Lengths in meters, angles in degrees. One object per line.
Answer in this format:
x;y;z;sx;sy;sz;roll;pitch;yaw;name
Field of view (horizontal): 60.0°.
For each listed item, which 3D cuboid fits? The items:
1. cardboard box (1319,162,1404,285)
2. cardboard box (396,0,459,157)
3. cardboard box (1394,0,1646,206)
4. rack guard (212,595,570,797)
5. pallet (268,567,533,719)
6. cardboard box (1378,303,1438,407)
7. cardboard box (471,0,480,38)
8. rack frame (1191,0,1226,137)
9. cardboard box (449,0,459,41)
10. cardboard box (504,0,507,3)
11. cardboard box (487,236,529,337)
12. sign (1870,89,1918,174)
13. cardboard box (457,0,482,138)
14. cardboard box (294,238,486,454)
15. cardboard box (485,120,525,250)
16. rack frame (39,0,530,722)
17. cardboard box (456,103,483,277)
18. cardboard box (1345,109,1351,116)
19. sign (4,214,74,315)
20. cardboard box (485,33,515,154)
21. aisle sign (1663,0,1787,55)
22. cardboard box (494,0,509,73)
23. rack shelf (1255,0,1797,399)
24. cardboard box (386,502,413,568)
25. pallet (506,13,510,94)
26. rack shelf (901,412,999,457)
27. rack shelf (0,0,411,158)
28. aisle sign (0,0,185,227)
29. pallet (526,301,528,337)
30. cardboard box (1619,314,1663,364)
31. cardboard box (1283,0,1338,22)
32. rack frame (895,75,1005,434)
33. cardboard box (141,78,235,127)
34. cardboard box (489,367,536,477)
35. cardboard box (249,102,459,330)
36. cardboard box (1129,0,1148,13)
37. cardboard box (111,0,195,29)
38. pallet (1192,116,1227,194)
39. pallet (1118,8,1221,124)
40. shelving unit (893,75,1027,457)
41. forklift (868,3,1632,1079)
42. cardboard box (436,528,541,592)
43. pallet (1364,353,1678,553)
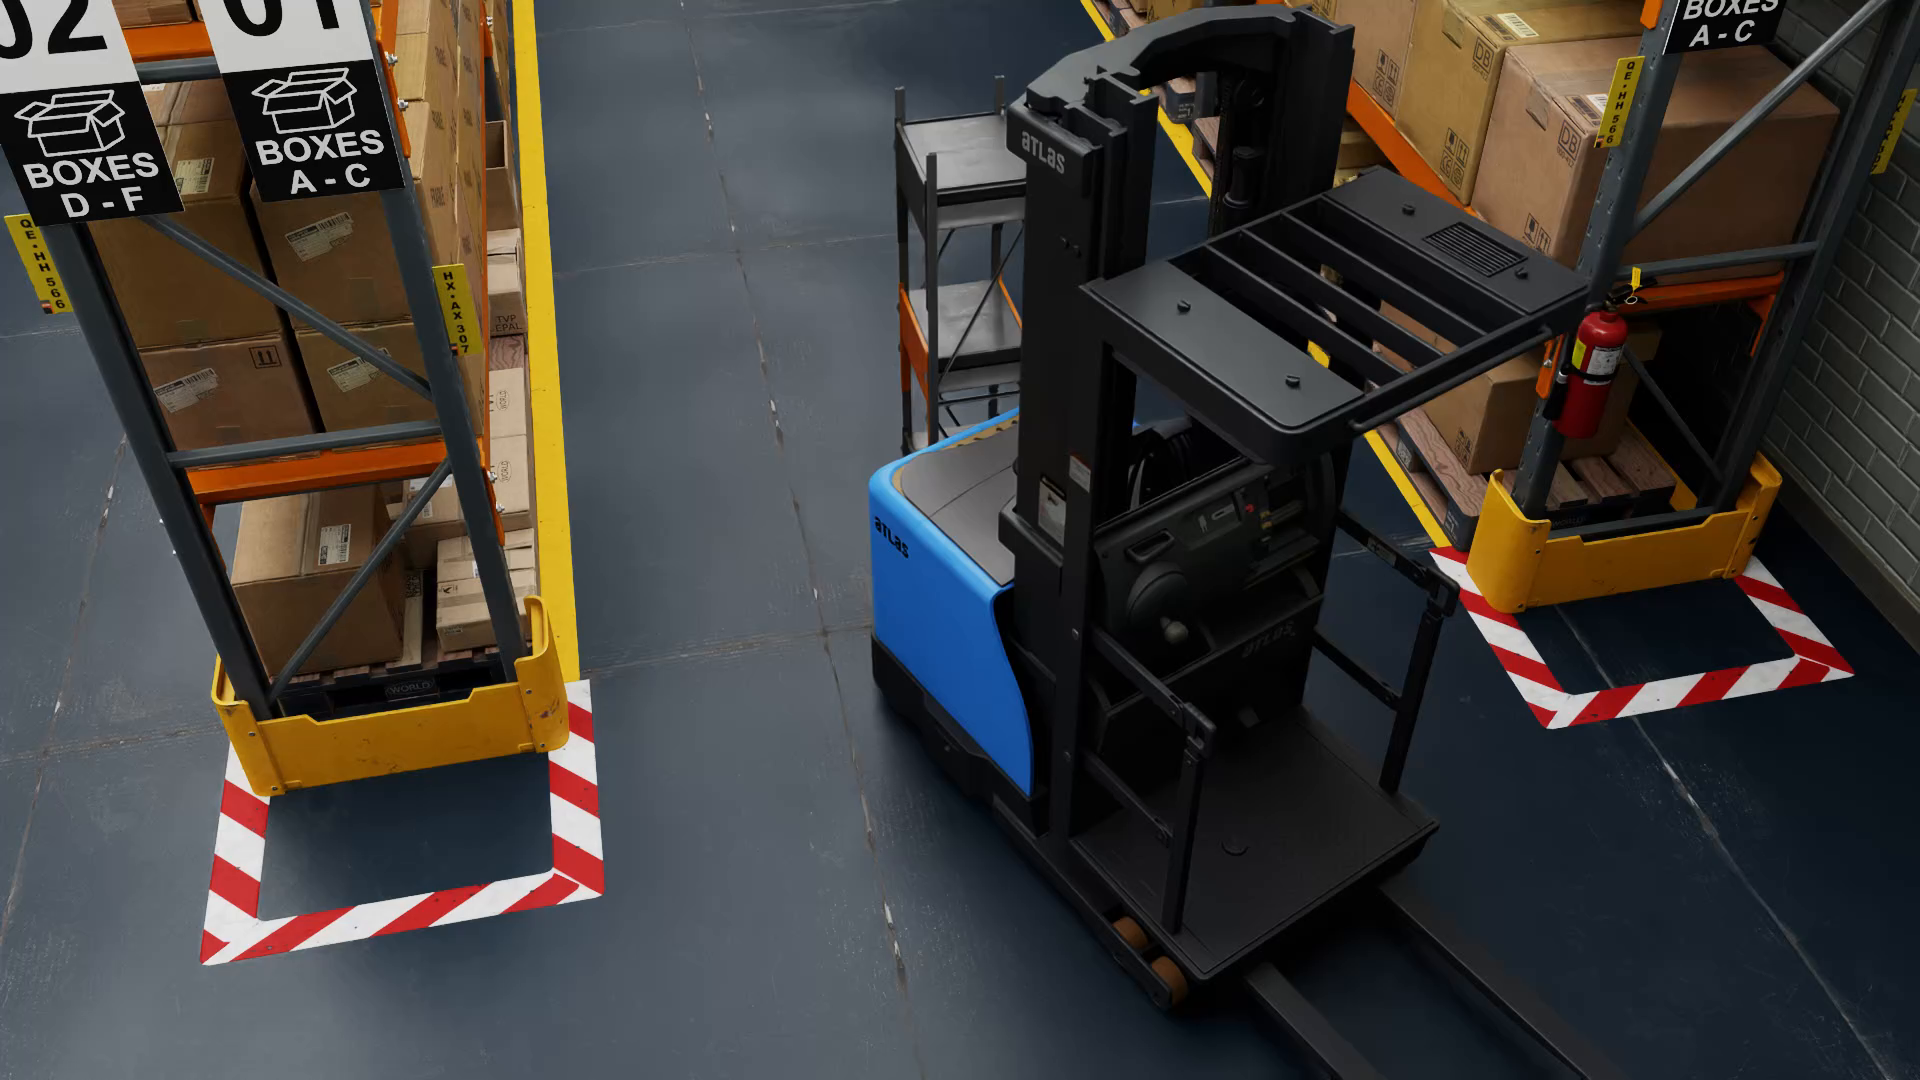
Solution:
2.166;-1.674;8.443;0.700;0.500;0.500;-7;42;-8;cardboard box
-2.144;-1.705;6.083;0.500;0.500;0.500;-8;42;-9;cardboard box
2.466;-1.929;6.938;0.980;0.700;0.700;-9;42;-10;cardboard box
-2.098;0.580;6.220;1.175;0.500;0.348;-8;42;-9;rack guard
-2.271;0.172;6.898;1.003;0.211;1.213;-8;42;-9;pallet
2.397;-1.004;7.688;0.700;0.500;0.500;-8;42;-9;cardboard box
-2.587;-2.648;7.899;0.500;0.500;0.500;-8;42;-9;cardboard box
1.891;-3.610;9.058;1.000;3.000;0.127;-8;42;-9;rack frame
-2.362;-2.360;6.821;0.500;0.500;0.500;-8;42;-9;cardboard box
-3.266;-3.813;10.837;0.500;0.500;0.500;-10;43;-11;cardboard box
-2.384;-1.242;8.084;0.500;0.311;0.500;-8;42;-9;cardboard box
3.297;-1.447;5.908;0.100;0.325;0.005;-8;42;-9;sign
-2.361;-1.982;7.148;0.500;0.500;0.500;-7;42;-8;cardboard box
-1.920;-0.668;5.668;0.500;0.500;0.500;-8;42;-8;cardboard box
-2.545;-1.799;8.569;0.500;0.500;0.500;-8;42;-9;cardboard box
-2.082;-0.305;5.334;1.000;3.000;0.127;-8;42;-9;rack frame
-2.142;-1.328;6.411;0.500;0.500;0.500;-8;42;-9;cardboard box
1.848;-2.328;8.691;0.380;0.149;0.250;-7;42;-8;cardboard box
-2.628;-0.790;4.770;0.100;0.325;0.005;-8;42;-9;sign
-2.812;-2.476;9.332;0.500;0.500;0.500;-10;43;-11;cardboard box
2.477;-1.900;5.173;0.394;0.787;0.004;-8;42;-9;aisle sign
-3.038;-3.146;10.086;0.500;0.500;0.500;-8;42;-9;cardboard box
2.322;-2.045;7.836;1.077;0.370;4.000;-8;42;-9;rack shelf
-2.440;-0.003;6.797;0.380;0.166;0.250;-8;42;-9;cardboard box
-3.425;-3.170;10.662;1.003;0.211;1.213;-8;42;-9;pallet
0.018;-0.155;6.916;0.431;0.518;0.480;-9;43;-11;rack shelf
-2.514;-2.455;6.038;1.077;0.370;4.000;-8;42;-9;rack shelf
-2.366;-1.189;4.372;0.394;0.787;0.004;-8;42;-9;aisle sign
-2.798;-1.410;8.680;1.003;0.211;1.213;-8;42;-9;pallet
2.728;-0.869;7.048;0.380;0.149;0.250;-8;42;-9;cardboard box
2.144;-2.895;8.025;0.980;0.700;0.700;-9;42;-10;cardboard box
-0.039;-0.845;6.618;0.400;2.100;0.015;-9;43;-11;rack frame
-2.557;-1.293;5.619;0.500;0.500;0.500;-7;42;-8;cardboard box
-2.138;-0.483;7.274;0.500;0.250;0.500;-8;42;-9;cardboard box
-1.920;-1.042;5.336;0.500;0.500;0.500;-7;42;-8;cardboard box
1.429;-3.942;10.734;0.750;0.750;0.750;-7;42;-8;cardboard box
-2.450;-1.666;4.721;0.500;0.250;0.500;-8;42;-9;cardboard box
1.978;-2.063;9.416;1.003;0.211;1.213;-8;42;-9;pallet
1.651;-3.057;10.535;1.003;0.211;1.213;-8;42;-9;pallet
0.020;-0.688;6.442;0.431;2.100;0.503;-9;43;-11;shelving unit
0.920;0.078;4.954;1.130;2.935;3.031;-25;47;-26;forklift
-1.891;0.107;6.673;0.380;0.166;0.250;-8;42;-9;cardboard box
2.505;-0.482;7.634;1.003;0.211;1.213;-8;42;-9;pallet
